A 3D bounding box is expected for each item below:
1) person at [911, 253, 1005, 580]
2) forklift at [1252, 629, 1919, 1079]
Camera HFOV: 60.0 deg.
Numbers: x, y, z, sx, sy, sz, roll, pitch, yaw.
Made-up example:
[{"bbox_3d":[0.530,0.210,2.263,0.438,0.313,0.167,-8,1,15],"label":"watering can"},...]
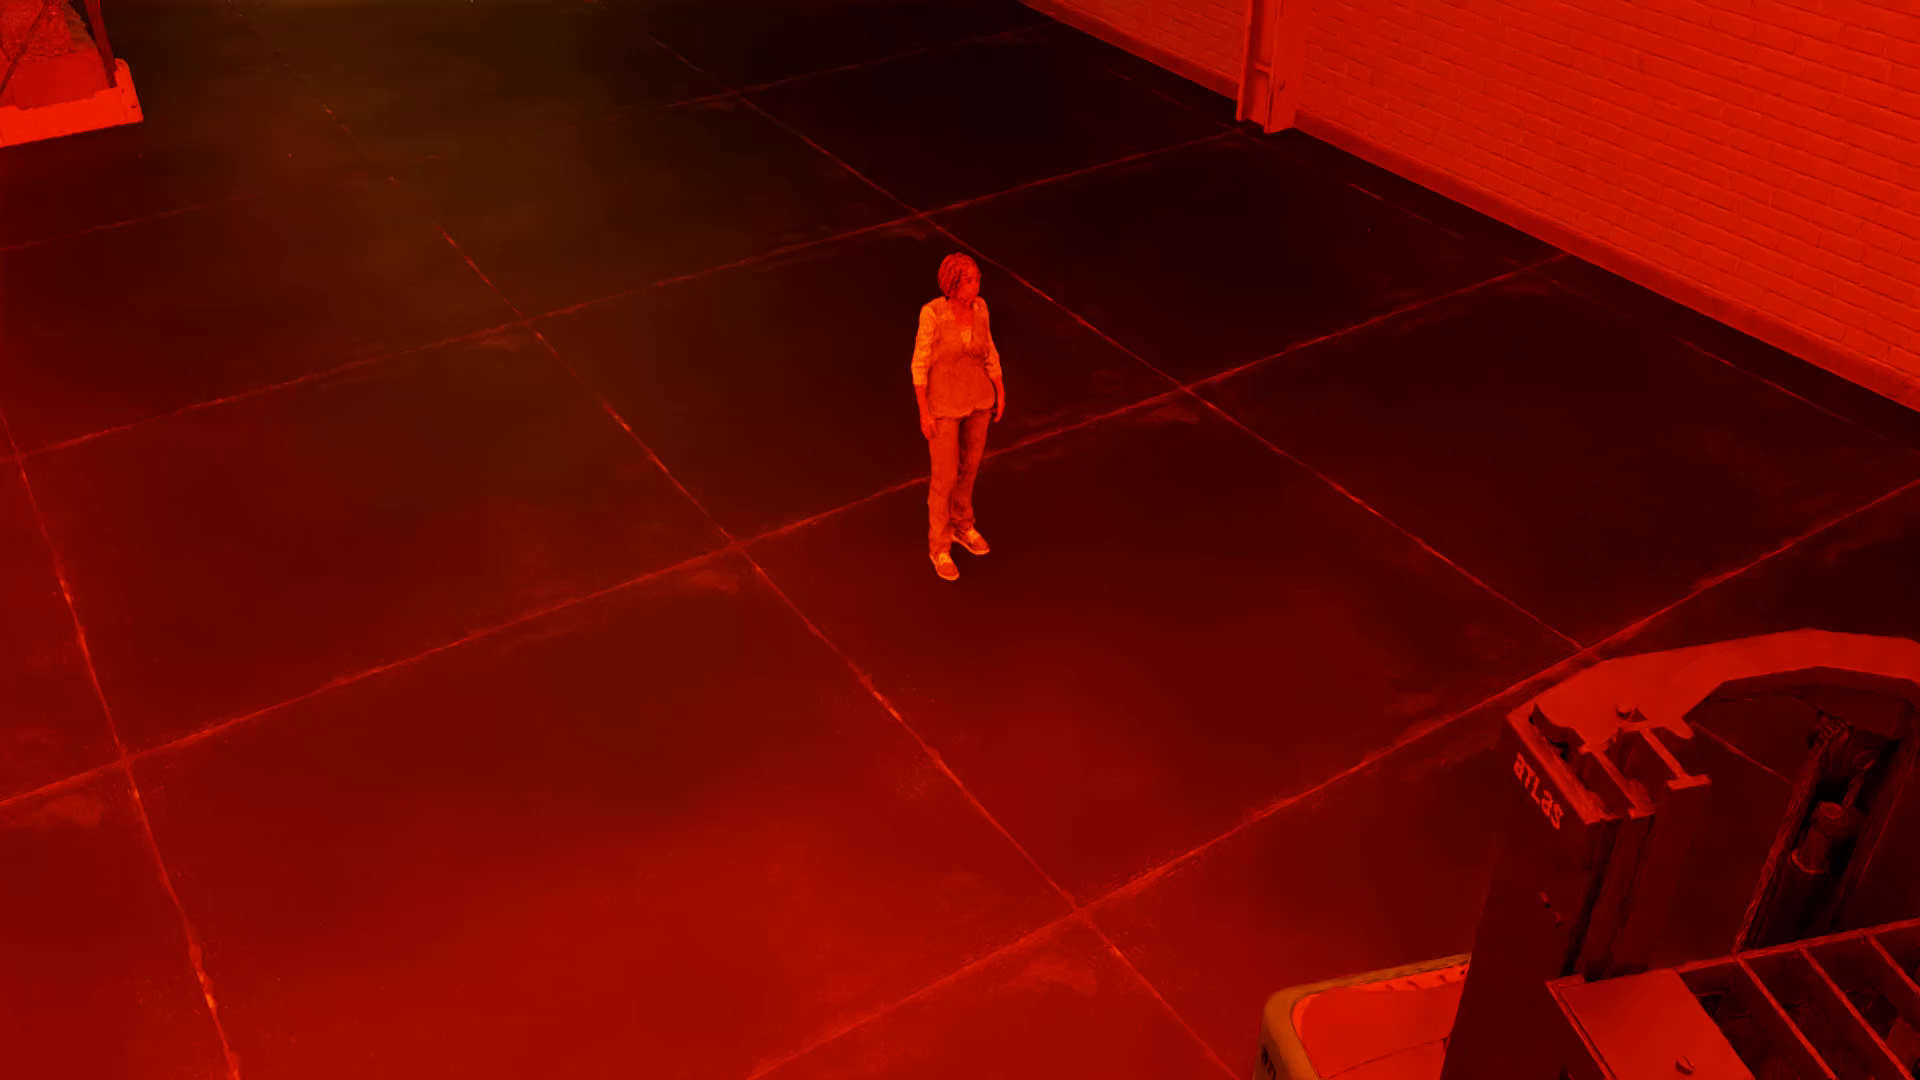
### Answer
[{"bbox_3d":[0.029,-0.619,8.177,0.521,1.597,0.474,-21,40,-27],"label":"person"},{"bbox_3d":[1.711,1.781,3.613,1.130,2.935,3.031,-8,36,-11],"label":"forklift"}]
